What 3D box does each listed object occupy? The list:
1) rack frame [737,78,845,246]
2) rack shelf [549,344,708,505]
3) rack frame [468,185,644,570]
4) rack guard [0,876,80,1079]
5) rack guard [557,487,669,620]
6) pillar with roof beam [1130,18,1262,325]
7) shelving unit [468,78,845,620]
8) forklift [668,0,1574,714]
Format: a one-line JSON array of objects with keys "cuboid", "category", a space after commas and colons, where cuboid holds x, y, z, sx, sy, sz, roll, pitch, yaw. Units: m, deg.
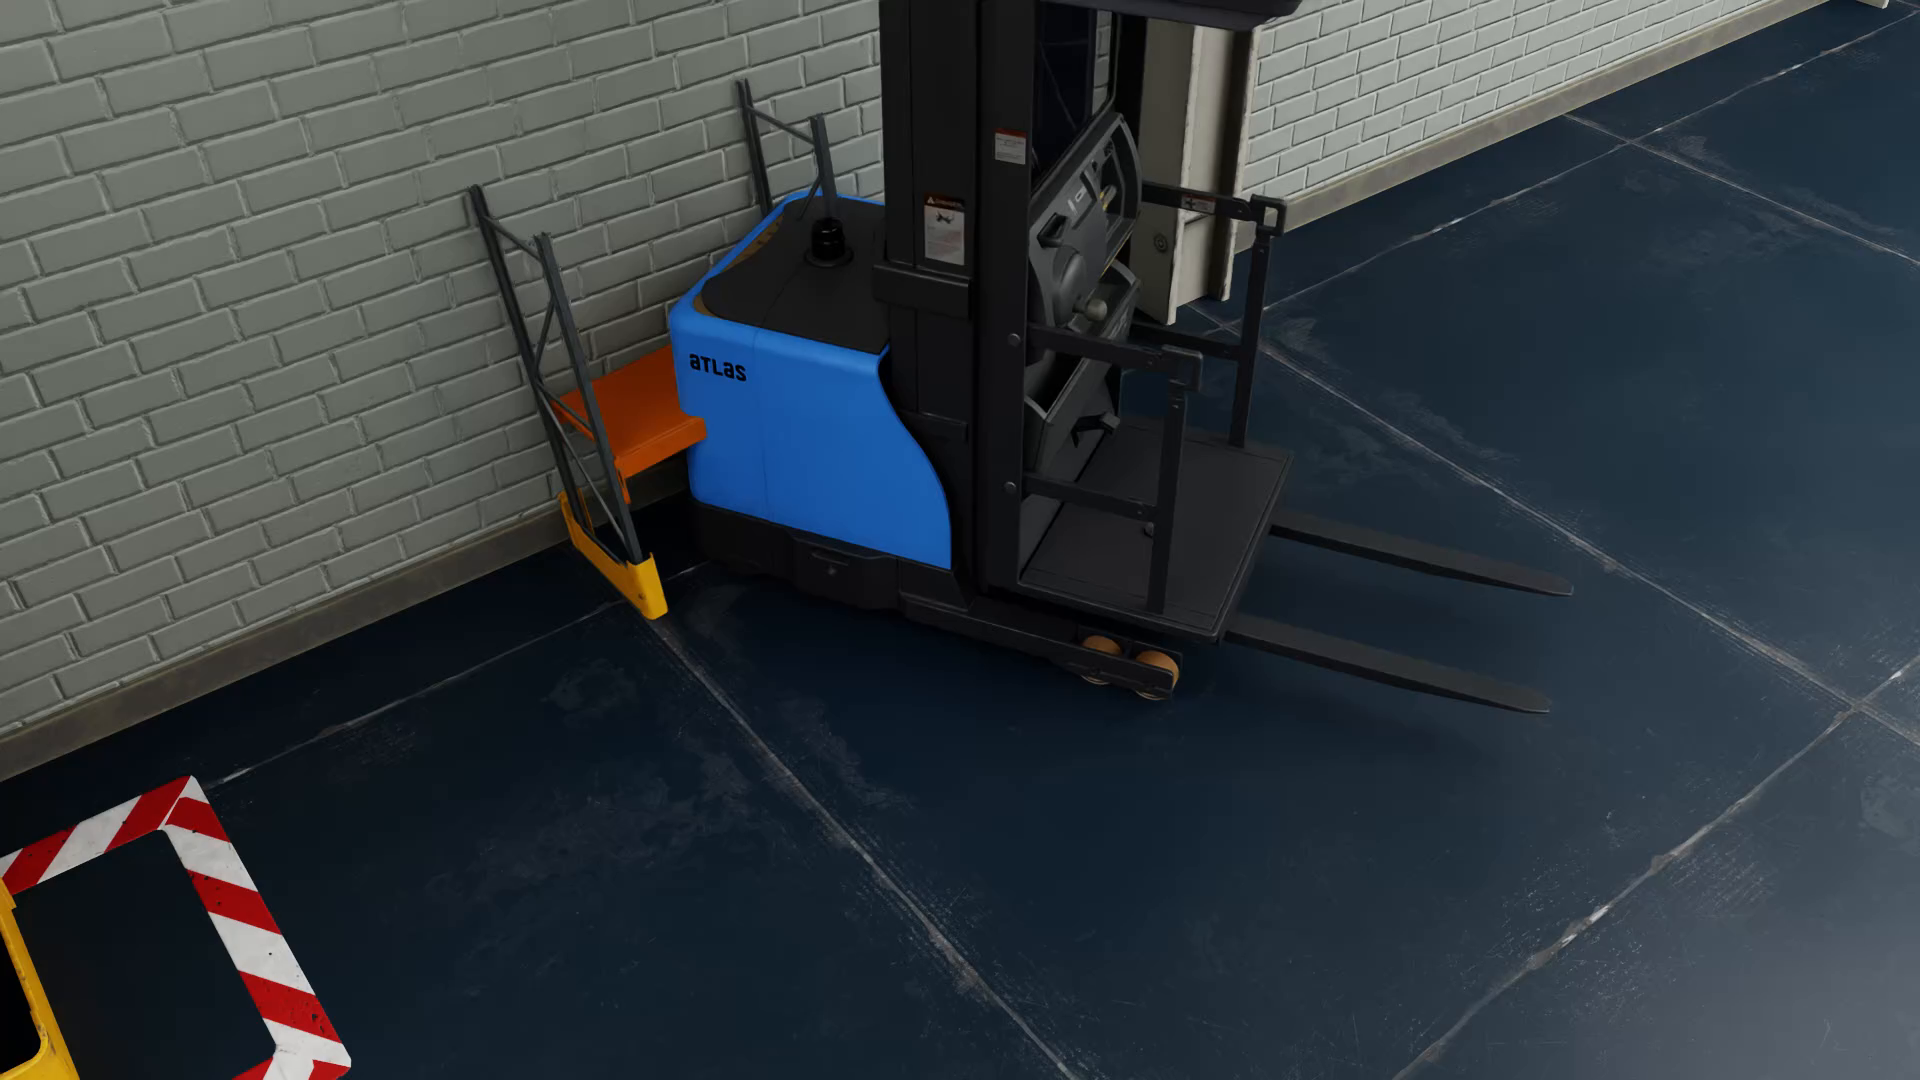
[{"cuboid": [-0.532, -0.905, 6.042, 0.032, 1.500, 0.500, -31, 44, -26], "category": "rack frame"}, {"cuboid": [-0.907, -0.533, 5.935, 1.000, 0.185, 0.538, -31, 44, -26], "category": "rack shelf"}, {"cuboid": [-1.320, -0.438, 5.602, 0.032, 1.500, 0.500, -31, 44, -26], "category": "rack frame"}, {"cuboid": [-2.652, 1.193, 4.402, 0.348, 0.500, 1.175, -26, 46, -28], "category": "rack guard"}, {"cuboid": [-1.254, 0.043, 5.996, 0.087, 0.250, 0.587, -31, 44, -26], "category": "rack guard"}, {"cuboid": [3.608, -2.422, 2.107, 0.400, 9.000, 9.100, -26, 46, -28], "category": "pillar with roof beam"}, {"cuboid": [-0.933, -0.667, 5.818, 1.083, 1.500, 0.587, -31, 44, -26], "category": "shelving unit"}, {"cuboid": [0.582, -0.980, 5.134, 3.031, 2.935, 1.130, 15, 42, 17], "category": "forklift"}]
